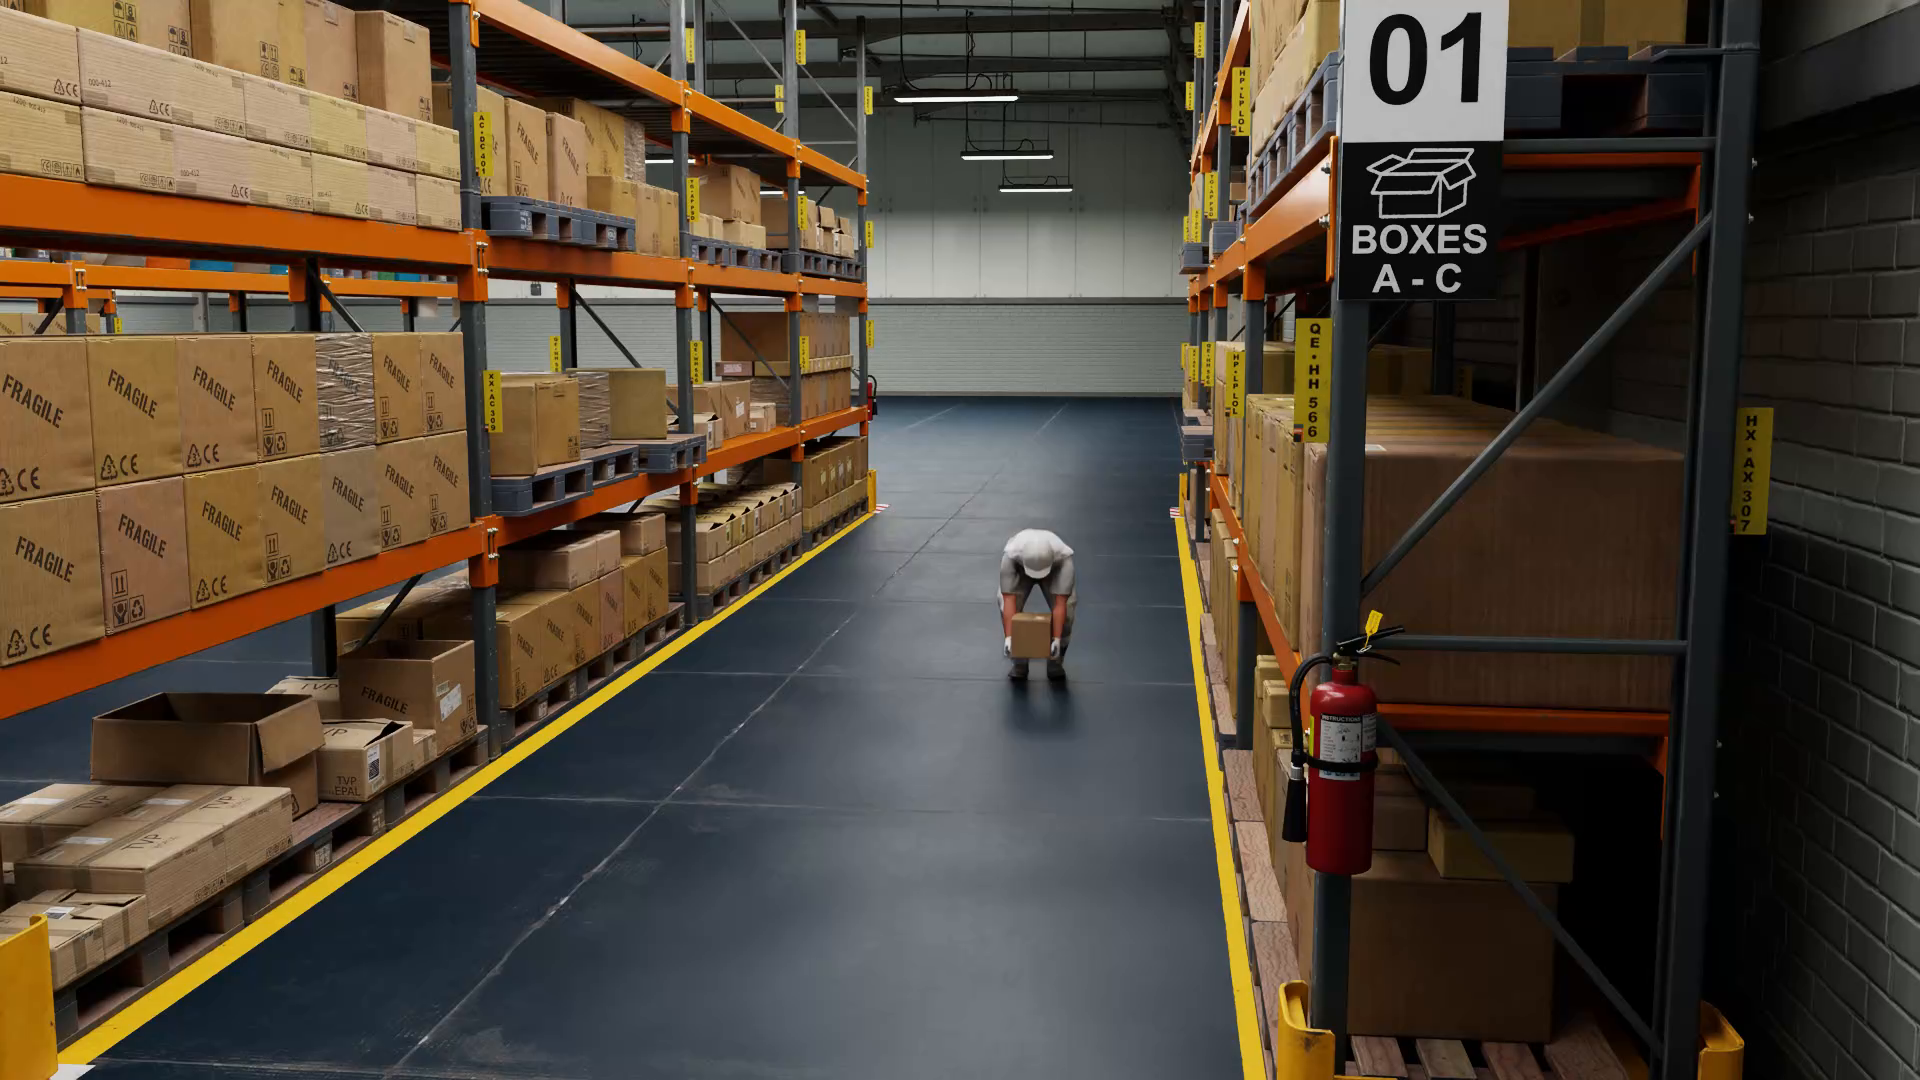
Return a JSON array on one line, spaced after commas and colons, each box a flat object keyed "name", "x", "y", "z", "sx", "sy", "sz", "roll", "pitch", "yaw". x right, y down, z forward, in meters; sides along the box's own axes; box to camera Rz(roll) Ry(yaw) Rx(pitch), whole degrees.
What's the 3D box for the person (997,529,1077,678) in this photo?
[{"name": "person", "x": 0.506, "y": 0.427, "z": 10.927, "sx": 0.529, "sy": 1.011, "sz": 0.958, "roll": 0, "pitch": 8, "yaw": 4}]
